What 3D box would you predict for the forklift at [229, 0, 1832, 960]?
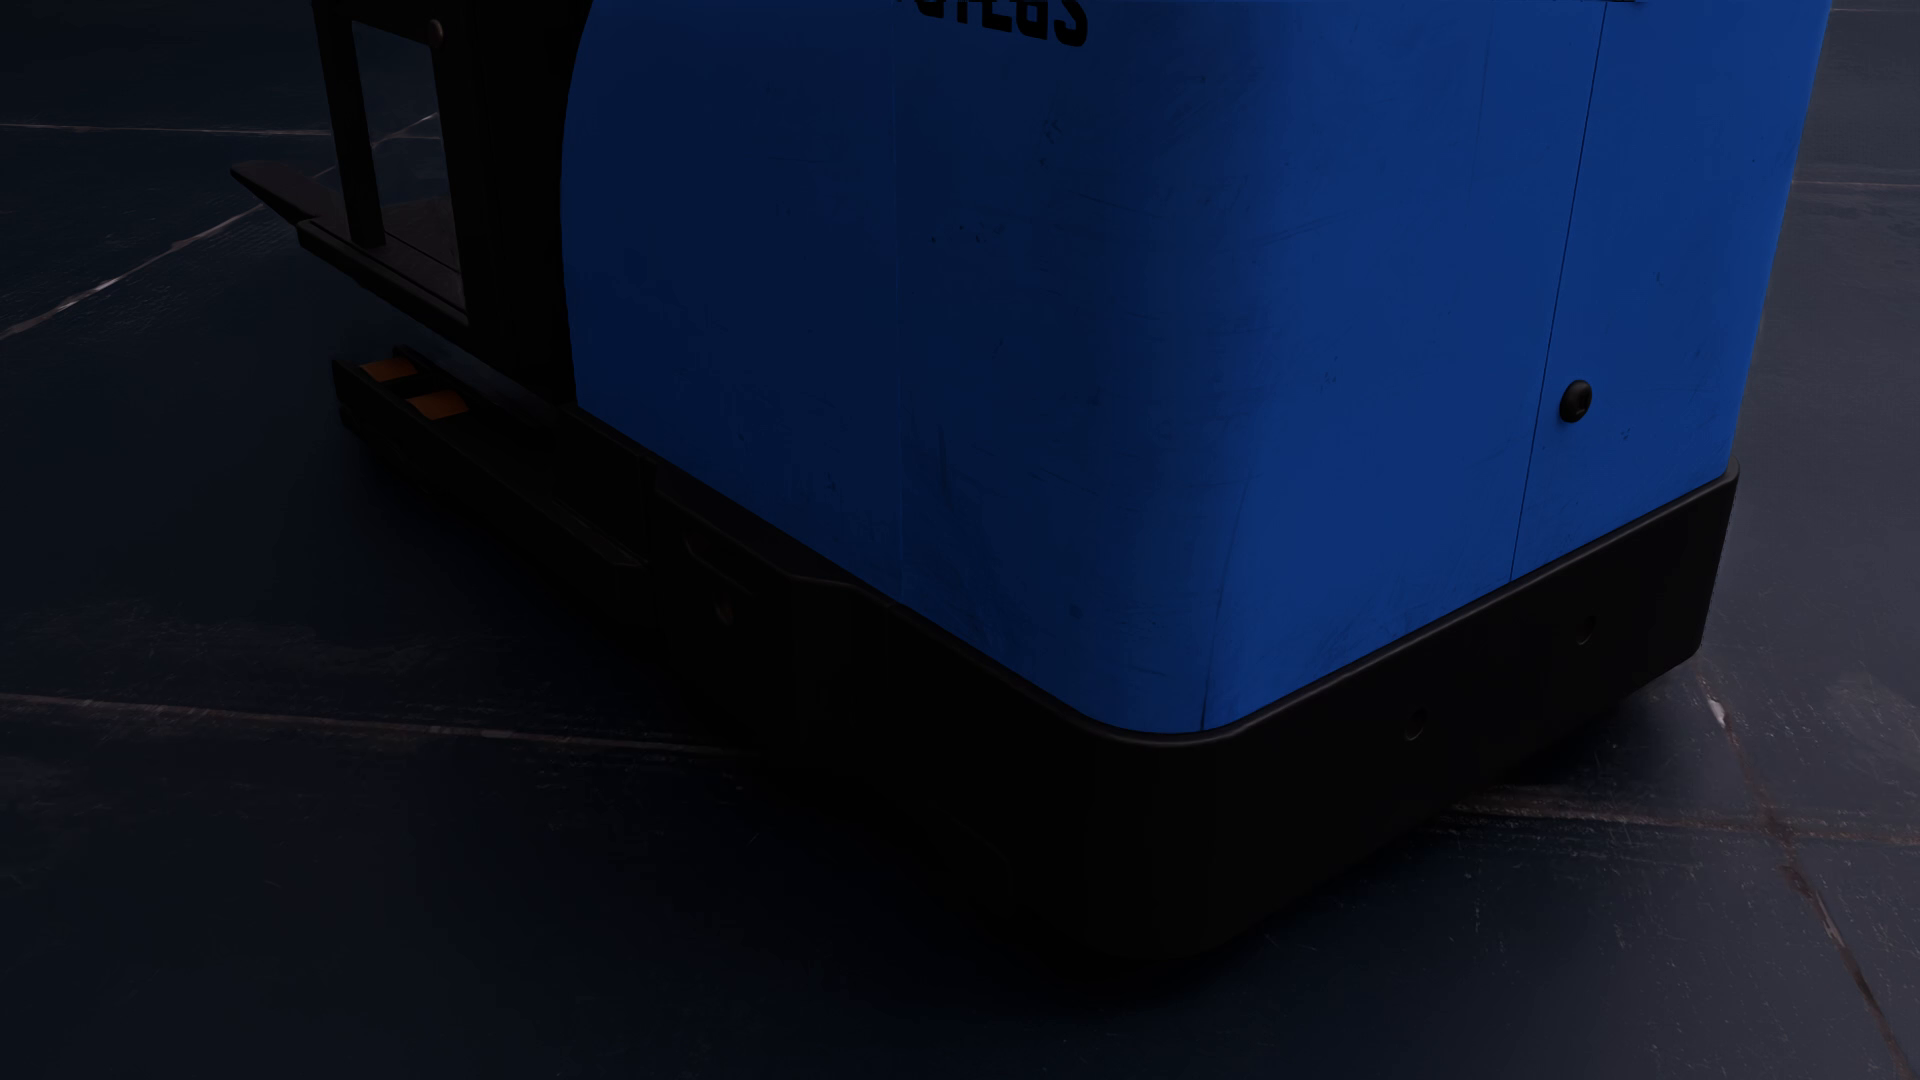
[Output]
[{"bbox_3d":[-0.385,-1.507,2.237,1.130,2.935,3.031,-20,33,-34],"label":"forklift"}]
